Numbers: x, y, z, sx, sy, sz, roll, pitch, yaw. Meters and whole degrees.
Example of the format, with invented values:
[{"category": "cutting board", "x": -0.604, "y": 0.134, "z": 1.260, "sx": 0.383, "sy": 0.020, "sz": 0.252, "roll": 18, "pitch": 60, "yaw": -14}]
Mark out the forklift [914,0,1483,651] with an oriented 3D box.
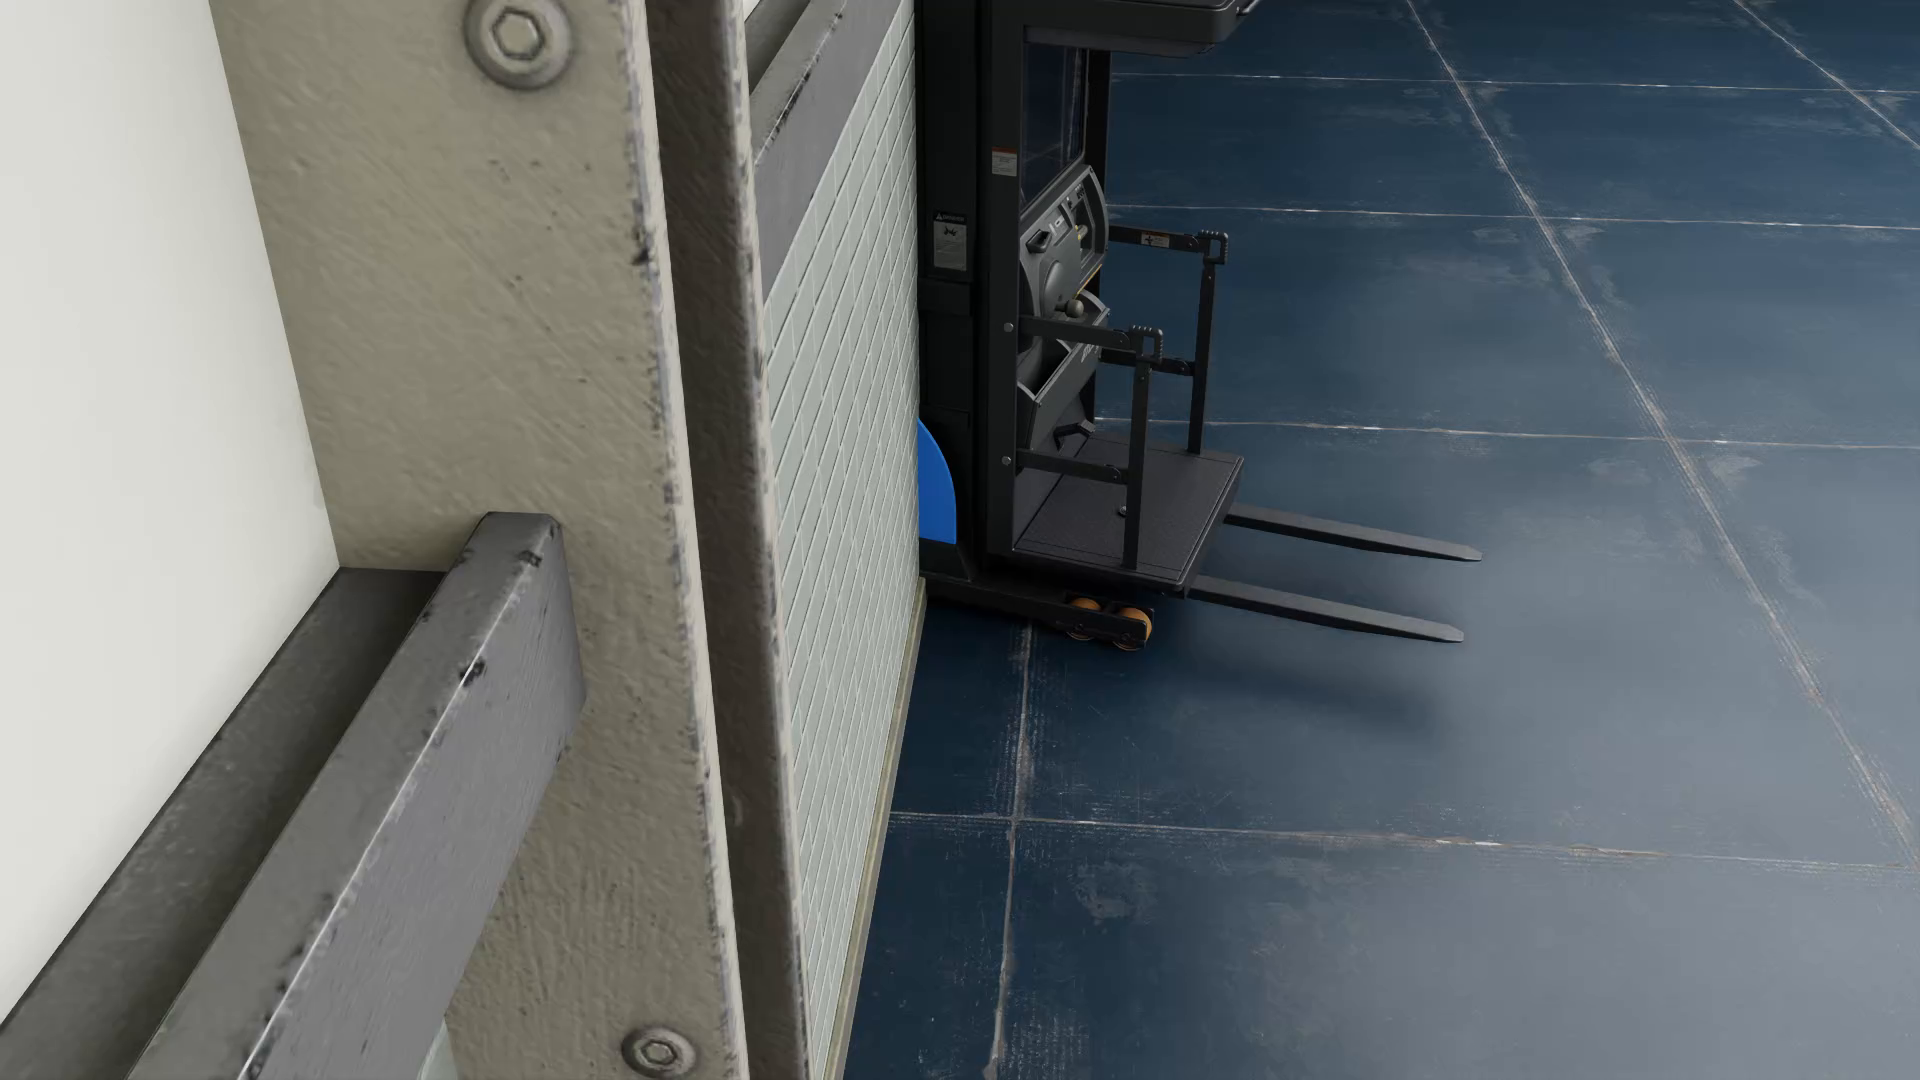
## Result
[{"category": "forklift", "x": 0.587, "y": -1.128, "z": 6.287, "sx": 3.031, "sy": 2.935, "sz": 1.130, "roll": 11, "pitch": 33, "yaw": 18}]
